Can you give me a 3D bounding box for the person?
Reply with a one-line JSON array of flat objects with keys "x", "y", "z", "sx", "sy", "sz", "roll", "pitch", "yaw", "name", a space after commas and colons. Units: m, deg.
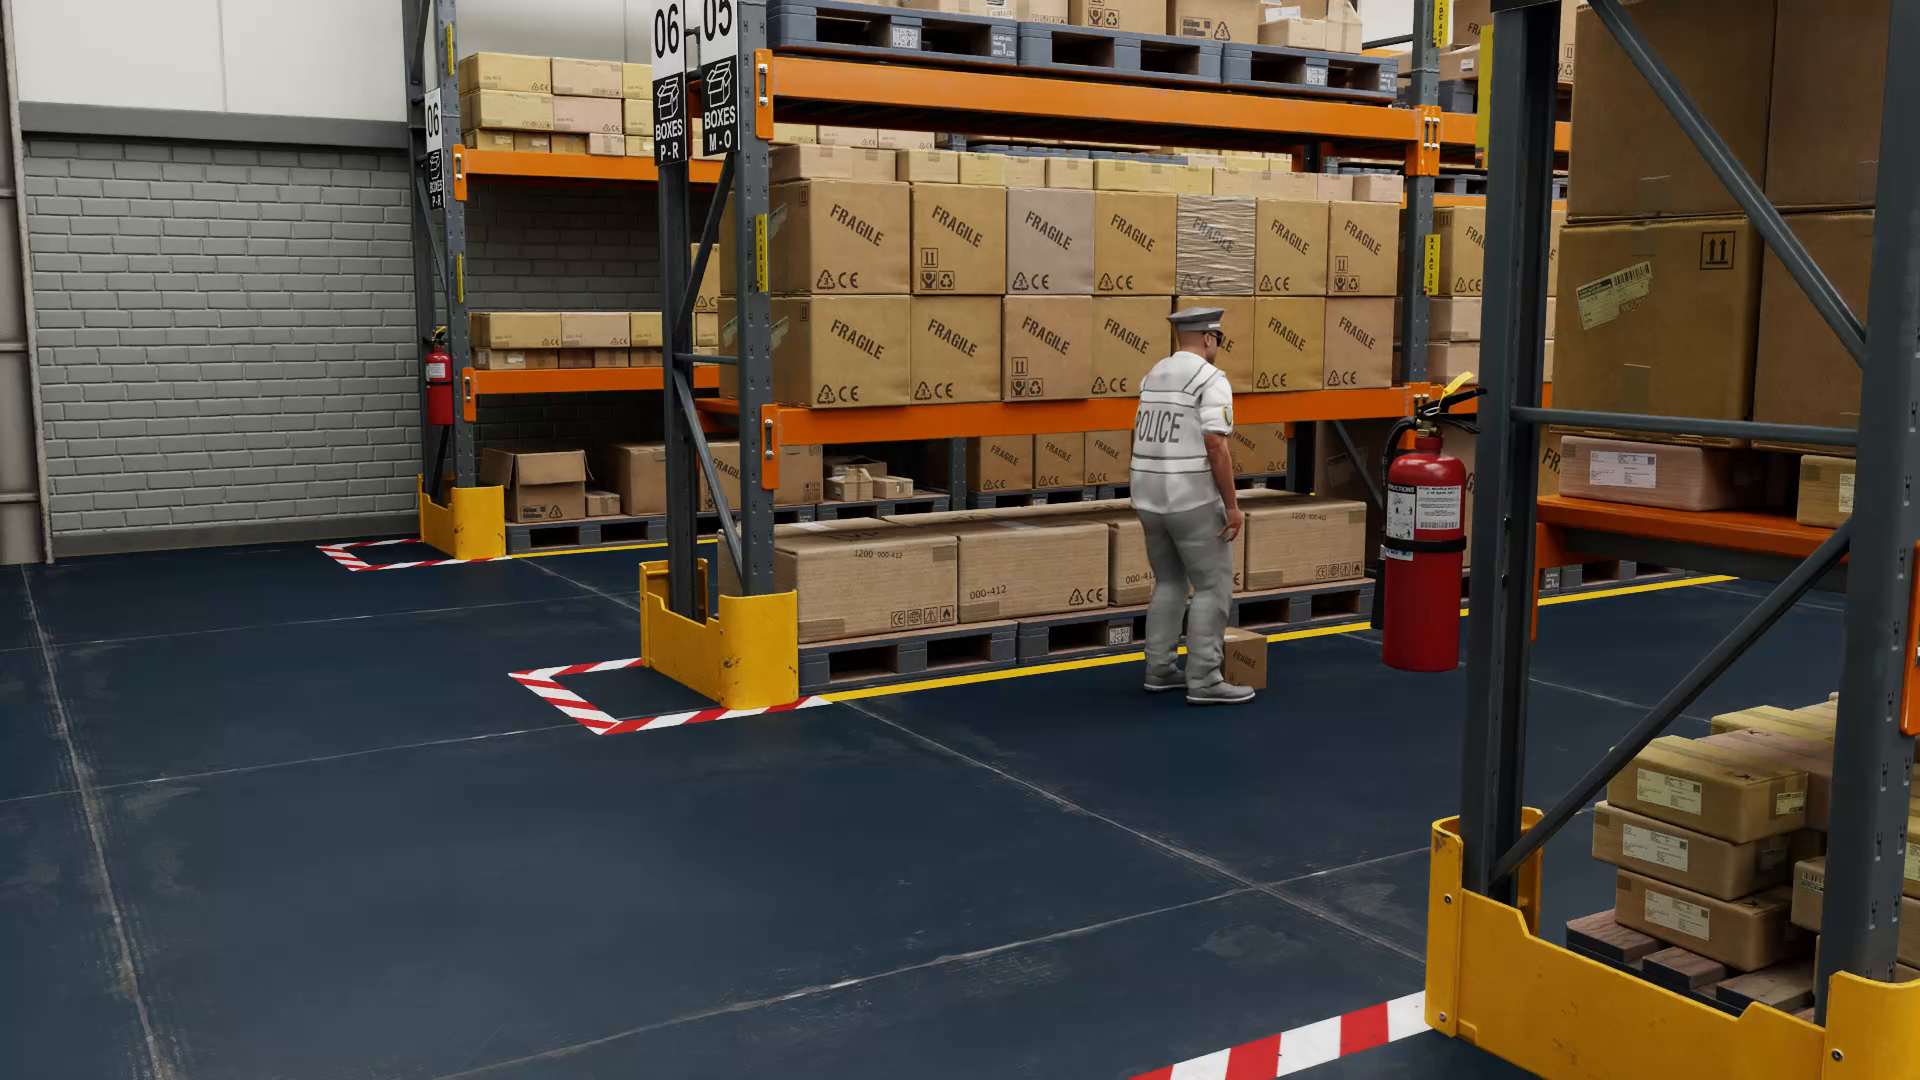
[{"x": 1.006, "y": -0.163, "z": 7.445, "sx": 0.437, "sy": 1.747, "sz": 0.604, "roll": -6, "pitch": 10, "yaw": -34, "name": "person"}]
